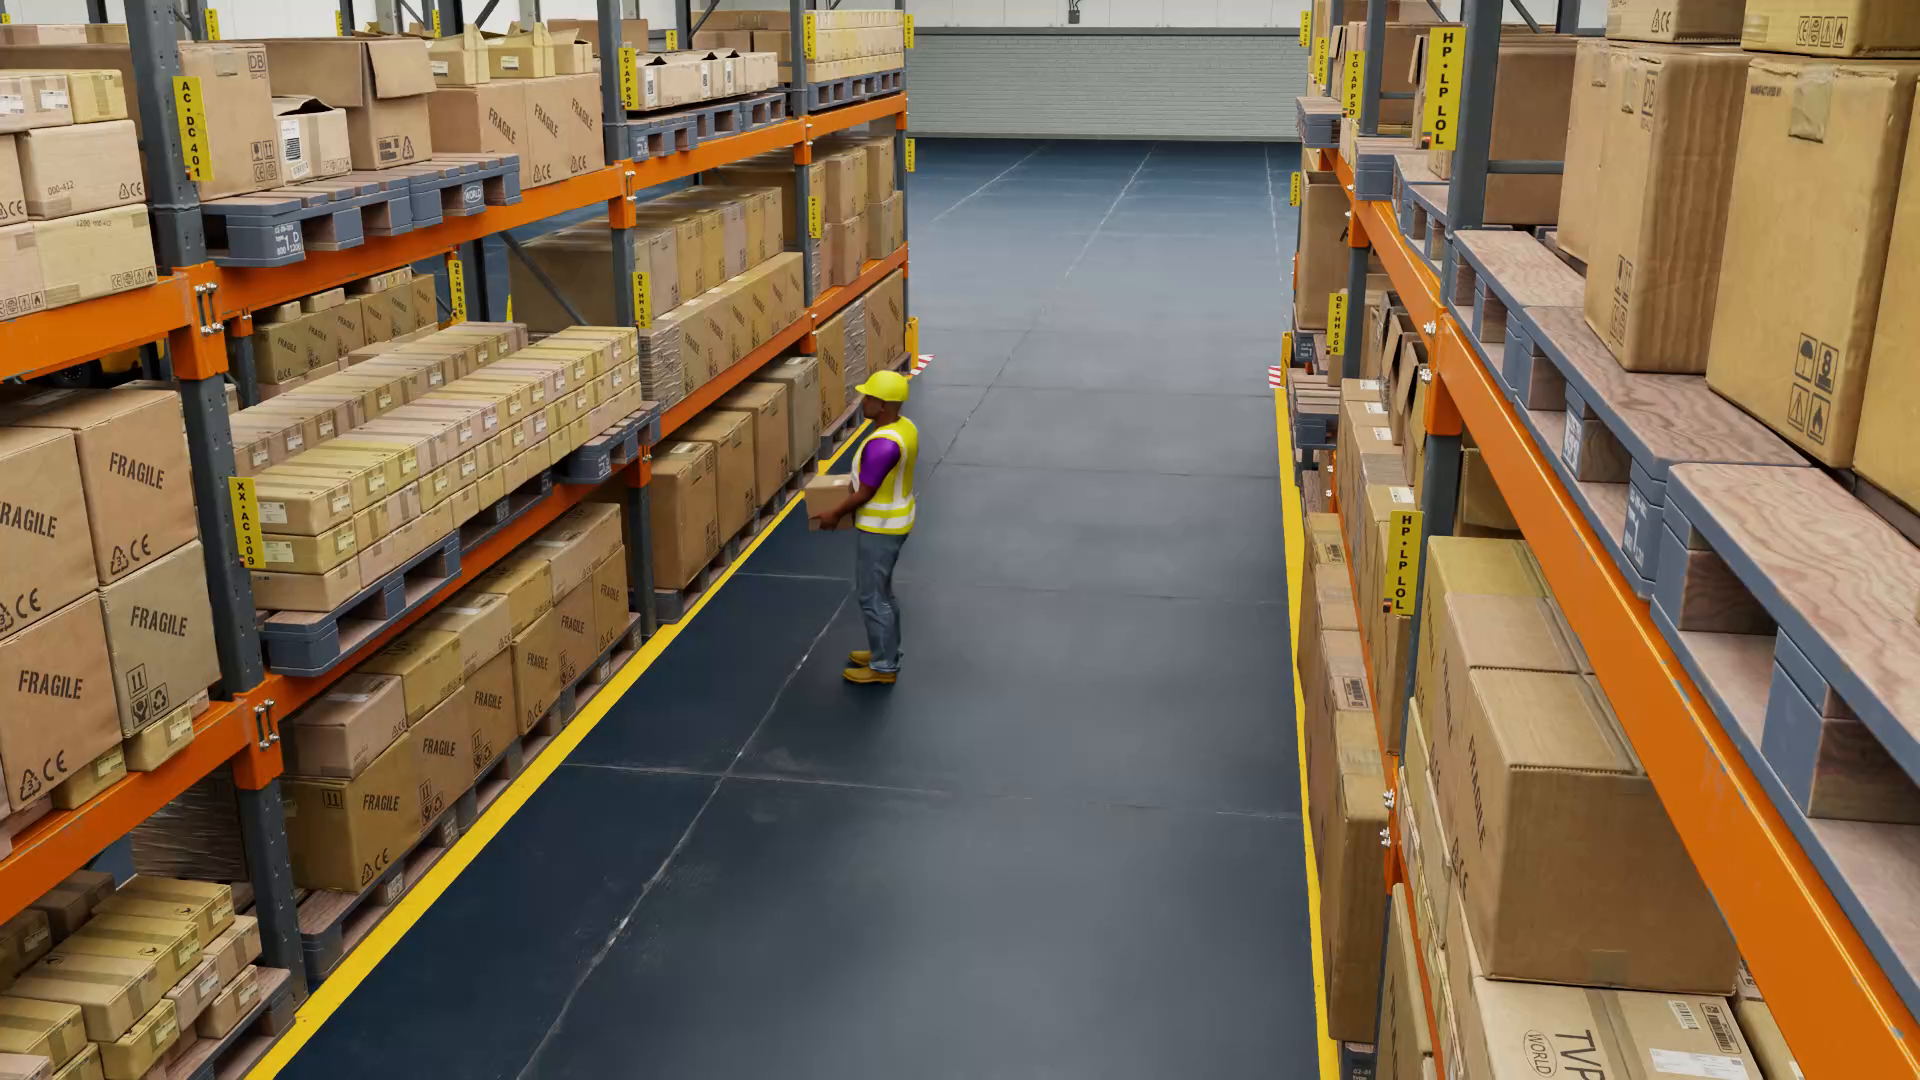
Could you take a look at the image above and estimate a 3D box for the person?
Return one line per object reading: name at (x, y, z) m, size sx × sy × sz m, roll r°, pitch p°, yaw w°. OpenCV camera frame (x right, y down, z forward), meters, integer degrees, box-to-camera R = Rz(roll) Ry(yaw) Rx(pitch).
person at (-0.526, -0.080, 9.260) m, size 0.567 × 1.769 × 0.528 m, roll 3°, pitch 18°, yaw 8°
